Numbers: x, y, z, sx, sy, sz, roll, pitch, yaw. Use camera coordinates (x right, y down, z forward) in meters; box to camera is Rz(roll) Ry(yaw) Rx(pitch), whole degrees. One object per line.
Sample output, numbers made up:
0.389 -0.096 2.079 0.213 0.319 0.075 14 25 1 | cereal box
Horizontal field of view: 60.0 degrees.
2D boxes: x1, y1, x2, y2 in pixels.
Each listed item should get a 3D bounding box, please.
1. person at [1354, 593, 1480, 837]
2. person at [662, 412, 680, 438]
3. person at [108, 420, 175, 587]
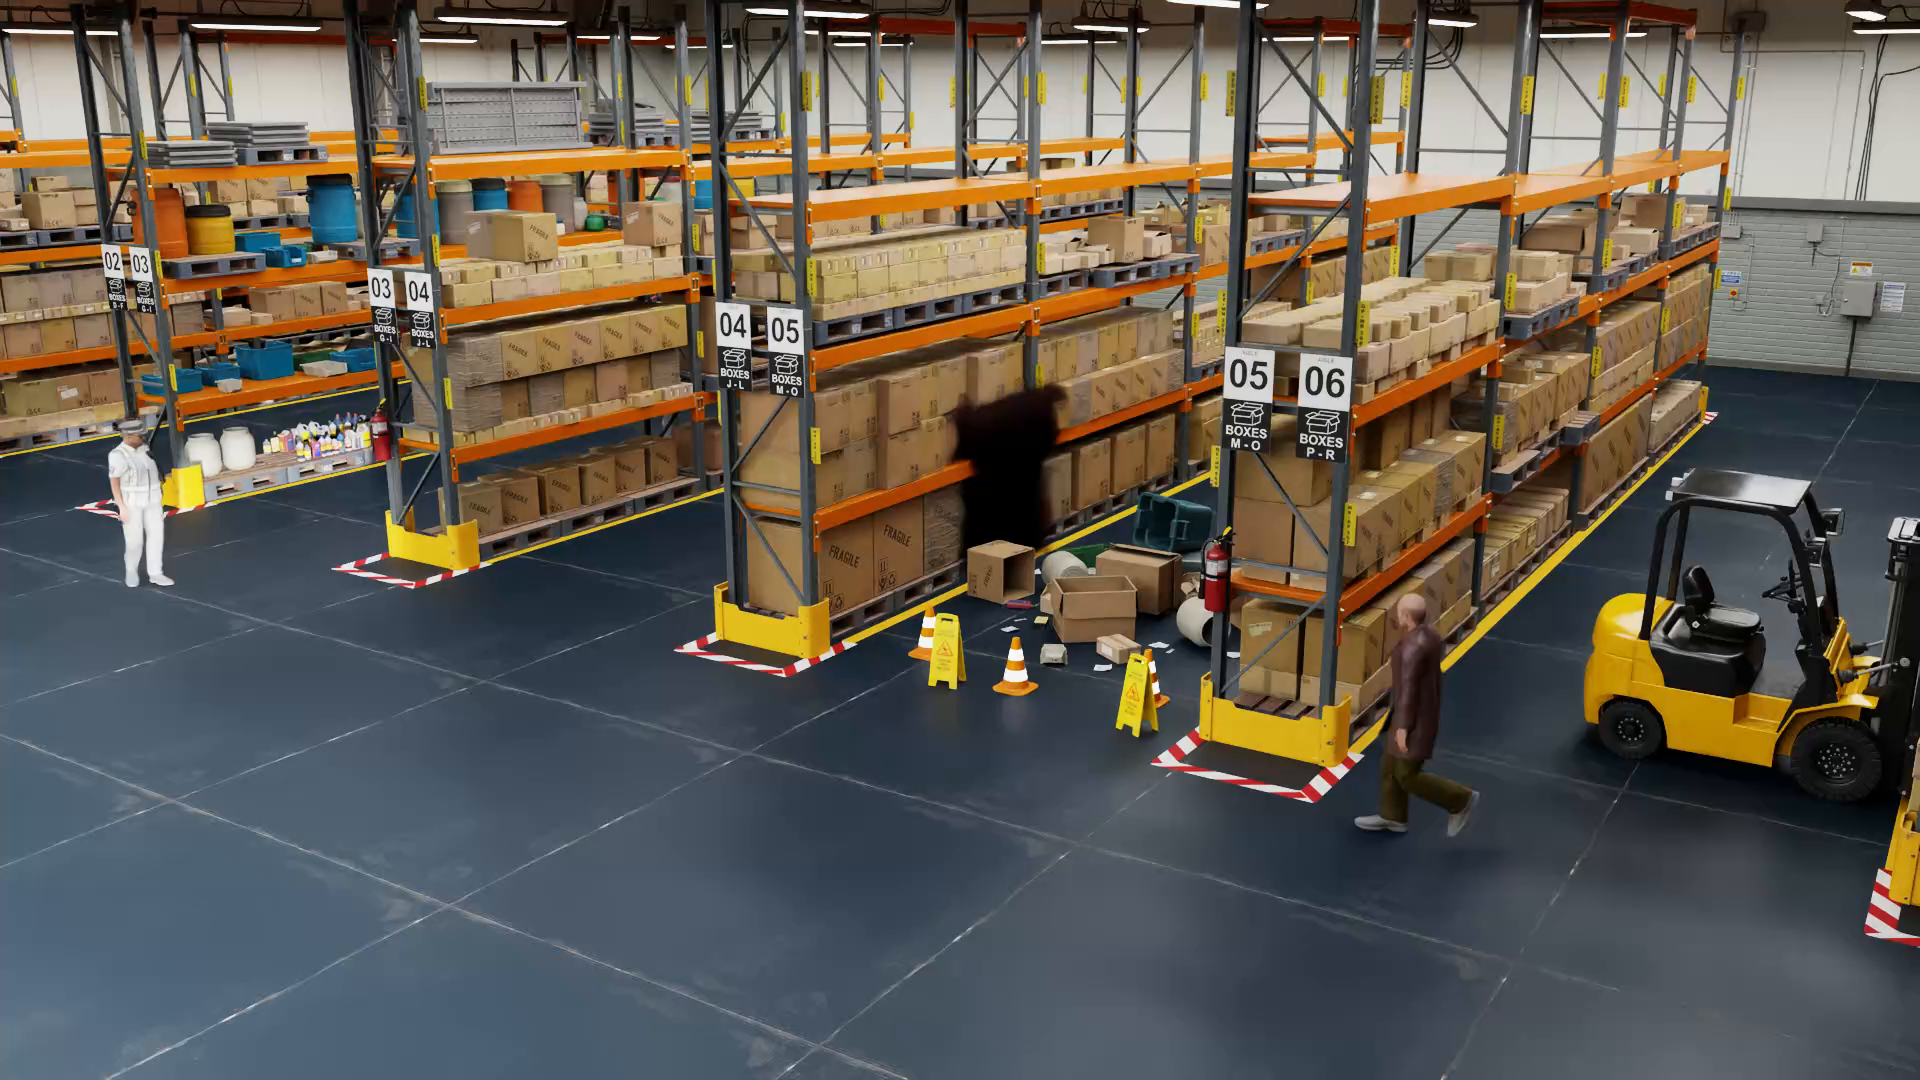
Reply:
3.194 1.240 11.452 0.808 1.769 0.547 2 16 7 | person
-4.068 -2.096 23.628 0.405 1.662 0.540 8 17 26 | person
-8.535 -0.376 17.318 0.504 1.751 0.546 11 19 35 | person
